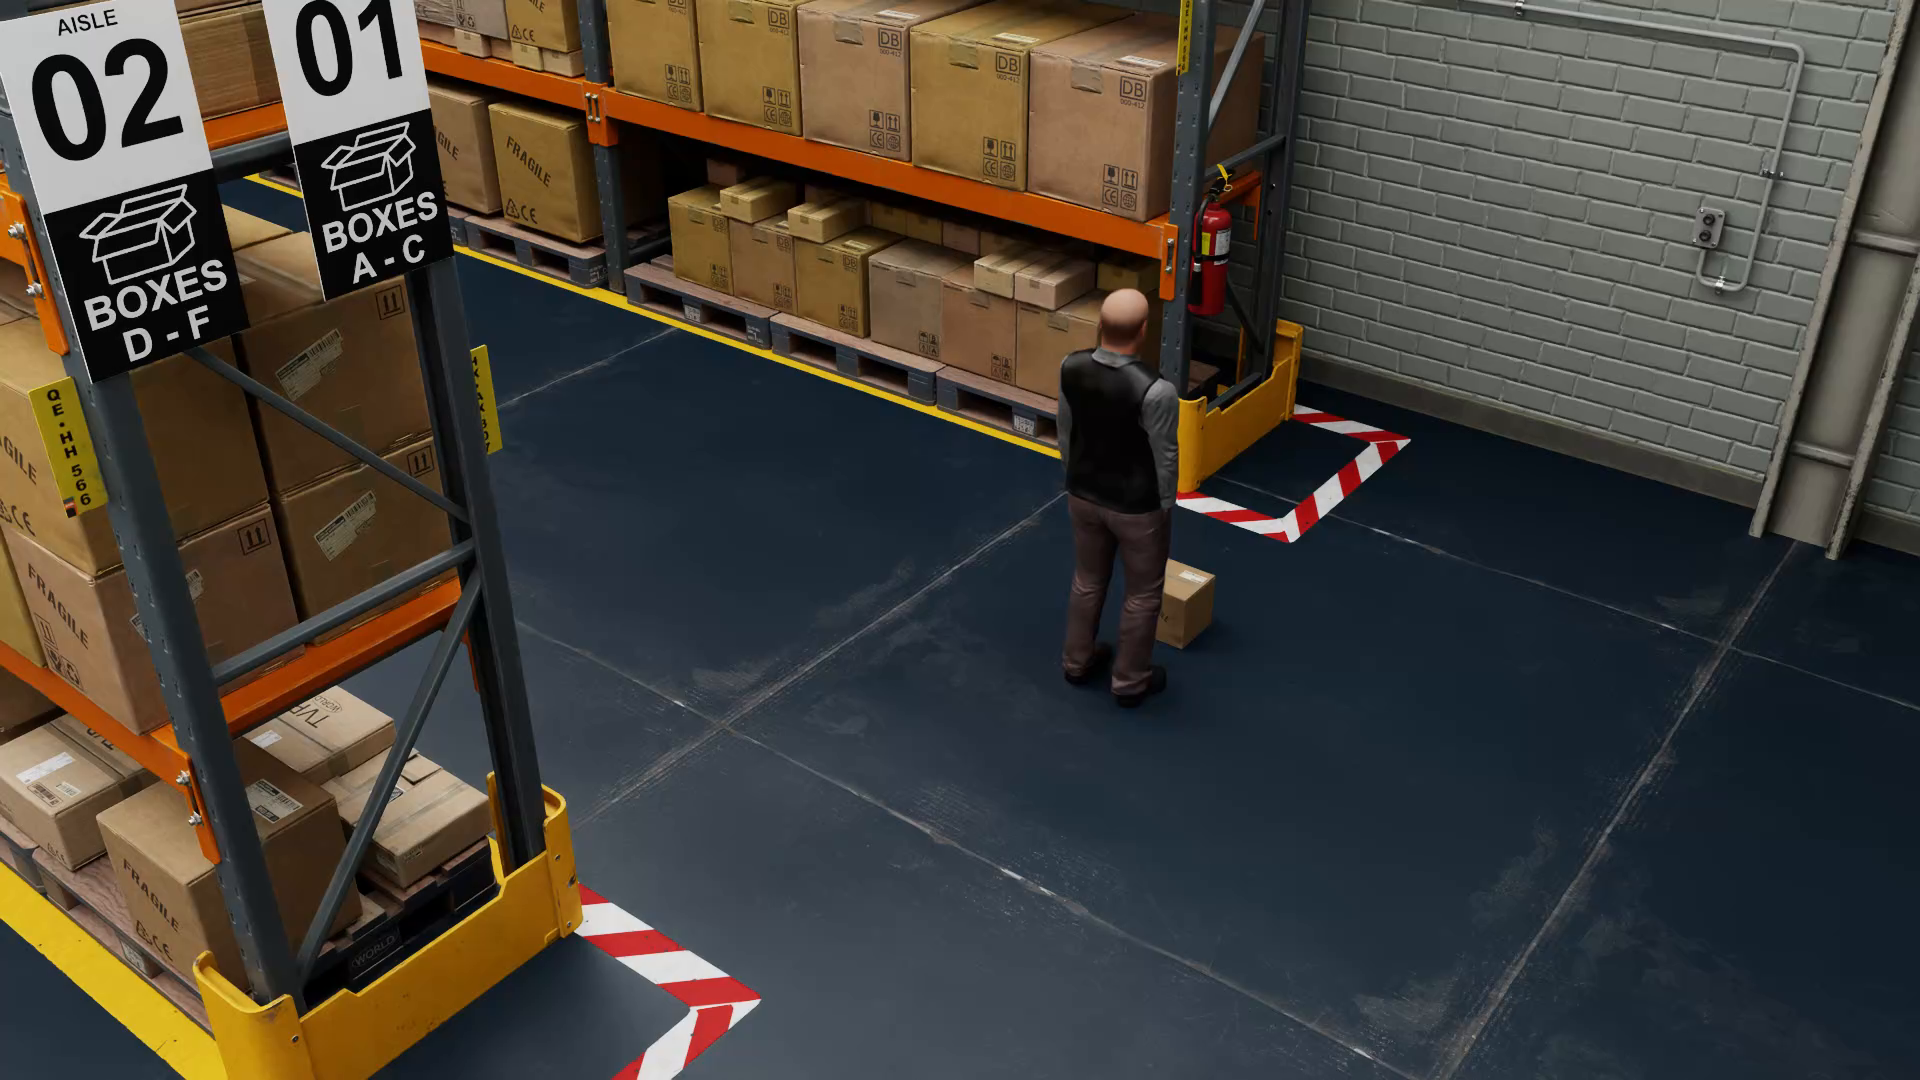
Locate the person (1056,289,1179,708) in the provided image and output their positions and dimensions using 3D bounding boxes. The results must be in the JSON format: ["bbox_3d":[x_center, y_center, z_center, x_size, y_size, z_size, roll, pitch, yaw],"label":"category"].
[{"bbox_3d":[0.604,-0.164,6.445,0.533,1.714,0.357,22,37,32],"label":"person"}]
